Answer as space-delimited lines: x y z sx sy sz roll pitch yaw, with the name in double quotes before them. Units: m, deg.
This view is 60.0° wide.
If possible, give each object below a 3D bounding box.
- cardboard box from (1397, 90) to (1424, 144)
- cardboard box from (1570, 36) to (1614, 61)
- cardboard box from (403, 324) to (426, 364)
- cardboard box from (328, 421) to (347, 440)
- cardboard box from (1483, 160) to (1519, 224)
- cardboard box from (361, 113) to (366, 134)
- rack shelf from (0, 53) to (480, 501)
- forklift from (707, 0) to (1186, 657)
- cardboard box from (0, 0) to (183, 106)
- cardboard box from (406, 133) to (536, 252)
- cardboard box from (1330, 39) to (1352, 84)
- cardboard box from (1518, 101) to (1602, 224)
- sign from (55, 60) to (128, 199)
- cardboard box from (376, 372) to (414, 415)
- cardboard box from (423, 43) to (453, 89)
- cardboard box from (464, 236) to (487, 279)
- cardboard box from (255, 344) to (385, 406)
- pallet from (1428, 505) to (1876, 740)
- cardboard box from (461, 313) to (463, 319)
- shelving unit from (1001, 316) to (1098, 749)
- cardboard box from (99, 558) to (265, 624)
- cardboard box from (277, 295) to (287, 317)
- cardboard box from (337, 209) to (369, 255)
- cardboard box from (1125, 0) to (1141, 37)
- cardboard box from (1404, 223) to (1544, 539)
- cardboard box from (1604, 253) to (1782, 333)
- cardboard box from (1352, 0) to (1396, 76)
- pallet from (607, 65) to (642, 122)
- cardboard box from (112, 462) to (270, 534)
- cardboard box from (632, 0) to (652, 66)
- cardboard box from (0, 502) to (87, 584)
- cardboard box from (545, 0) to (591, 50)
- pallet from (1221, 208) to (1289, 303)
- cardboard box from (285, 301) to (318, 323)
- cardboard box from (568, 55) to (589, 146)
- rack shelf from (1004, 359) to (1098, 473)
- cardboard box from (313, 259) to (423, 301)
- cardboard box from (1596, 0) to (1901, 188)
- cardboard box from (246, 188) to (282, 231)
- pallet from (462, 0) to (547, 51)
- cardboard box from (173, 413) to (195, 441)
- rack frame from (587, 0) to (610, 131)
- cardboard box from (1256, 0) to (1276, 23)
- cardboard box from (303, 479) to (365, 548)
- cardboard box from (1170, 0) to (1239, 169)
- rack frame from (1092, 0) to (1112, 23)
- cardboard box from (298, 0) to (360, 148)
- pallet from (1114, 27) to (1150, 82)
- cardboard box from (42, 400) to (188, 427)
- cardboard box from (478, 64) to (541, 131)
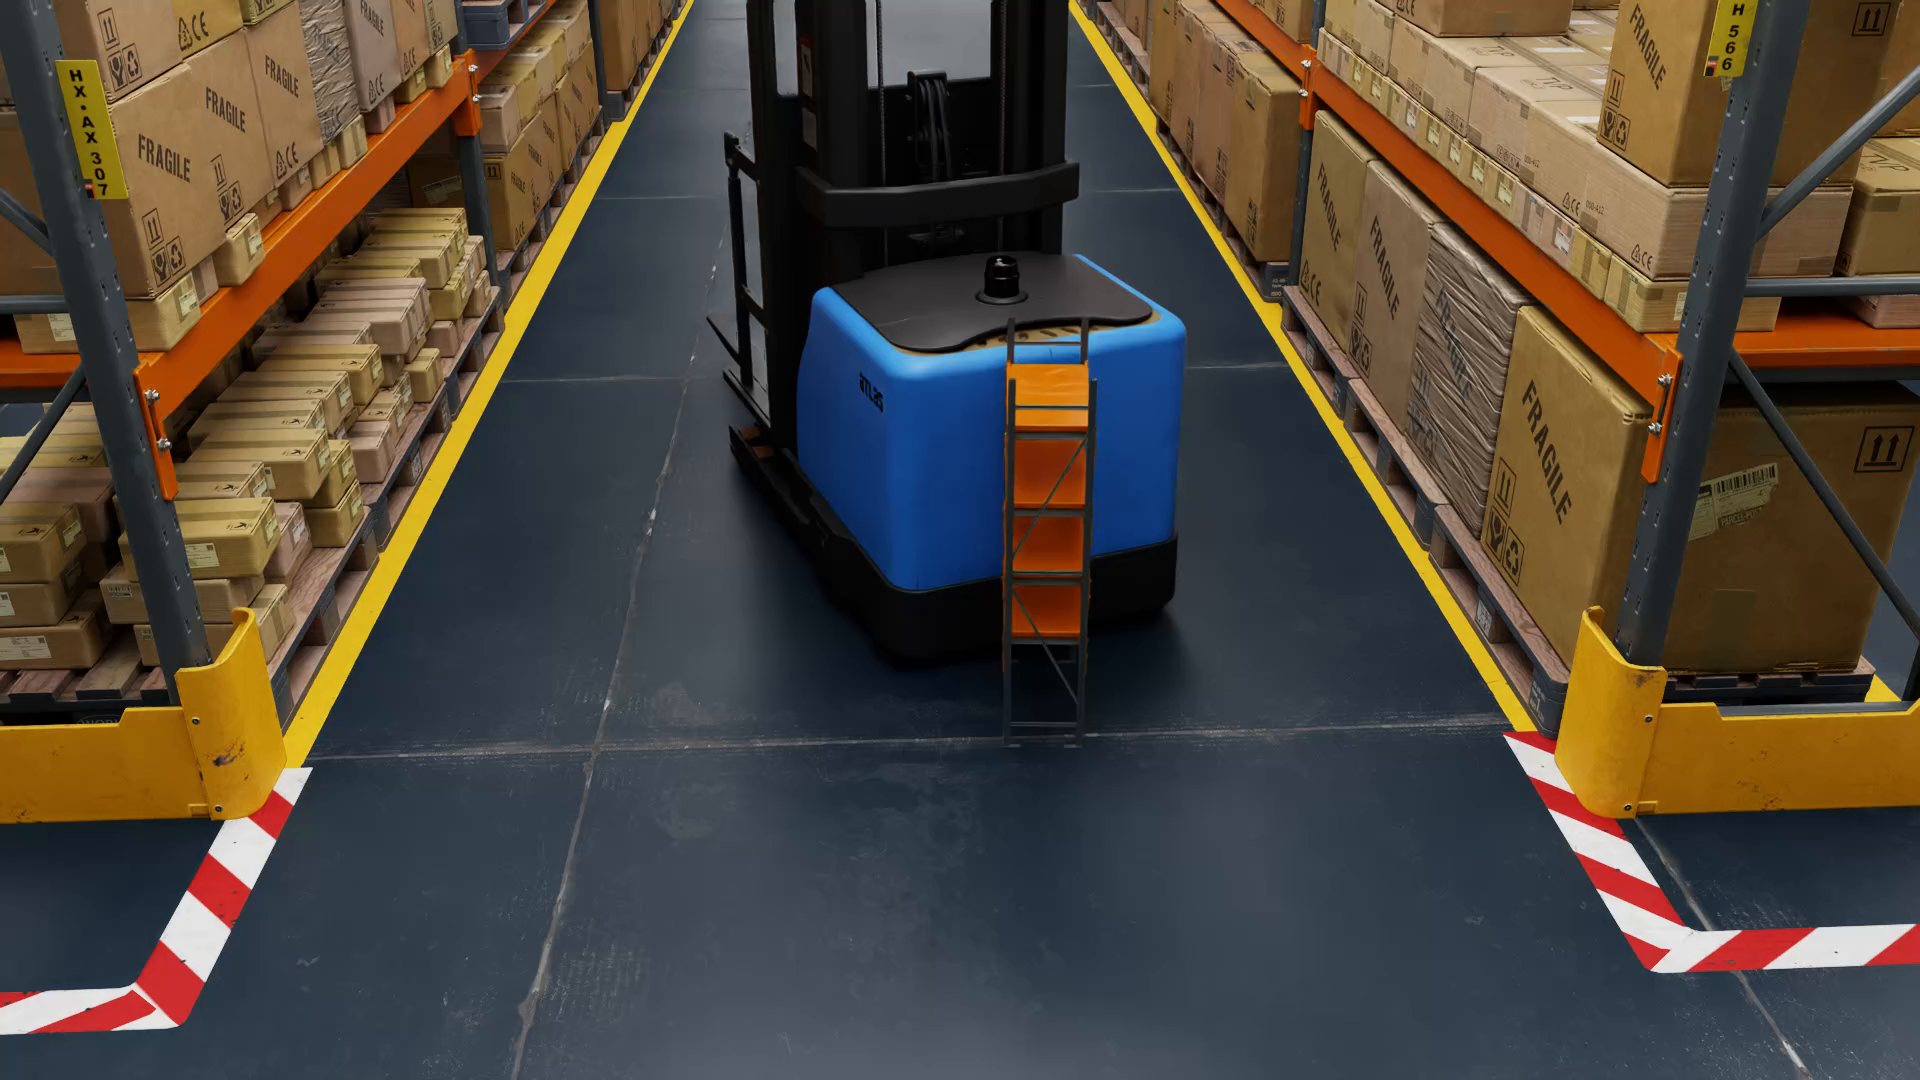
"cardboard box" 1.911 -1.632 6.408 0.380 0.149 0.250 -1 28 -2
"cardboard box" 2.524 -1.646 6.003 0.500 0.250 0.500 -2 28 -4
"cardboard box" -2.459 -0.847 6.937 0.380 0.149 0.250 -1 28 -1
"cardboard box" -2.434 -0.349 5.983 0.380 0.149 0.250 -3 28 -5
"cardboard box" 1.966 -1.157 5.495 0.380 0.149 0.250 -2 28 -4
"cardboard box" -2.481 -1.572 6.292 0.380 0.149 0.250 -2 28 -3
"rack shelf" -2.694 -1.171 6.030 1.077 0.370 4.000 -1 28 -3
"forklift" -0.295 -1.581 6.112 1.130 2.935 3.031 -11 29 -20
"cardboard box" -2.348 -1.400 4.180 0.500 0.500 0.500 -2 28 -3
"cardboard box" -2.573 -1.839 8.782 0.500 0.500 0.500 0 28 -1
"cardboard box" 1.857 -2.110 7.323 0.380 0.149 0.250 -2 28 -4
"cardboard box" 2.052 -1.157 5.065 0.500 0.250 0.500 -2 28 -4
"sign" -2.048 -0.964 3.918 0.100 0.325 0.005 -1 28 -3
"cardboard box" -2.437 -0.563 6.715 0.380 0.149 0.250 -1 28 -2
"cardboard box" -2.428 -2.060 7.228 0.380 0.149 0.250 -2 28 -4
"cardboard box" -2.465 -1.330 7.864 0.380 0.149 0.250 -1 28 -2
"cardboard box" -2.366 -0.610 6.161 0.380 0.149 0.250 -1 28 -2
"pallet" 2.249 0.229 5.582 1.003 0.211 1.213 -1 28 -3
"cardboard box" -2.508 -1.041 7.631 0.380 0.149 0.250 -1 28 -1
"shelving unit" 0.256 -0.015 4.982 0.258 1.200 0.503 1 28 1
"cardboard box" -2.361 0.131 5.062 0.380 0.149 0.250 0 28 0
"cardboard box" -3.002 -0.952 6.817 0.380 0.149 0.250 -1 28 -2
"cardboard box" -2.988 -1.436 7.745 0.380 0.149 0.250 0 28 -1
"cardboard box" 1.788 -4.505 13.871 0.700 0.500 0.500 -4 28 -7
"cardboard box" 2.208 -0.598 5.996 0.875 0.875 0.875 -1 28 -3
"cardboard box" 2.021 -0.685 4.591 0.380 0.149 0.250 -1 28 -2
"cardboard box" 1.944 -2.099 6.872 0.500 0.250 0.500 -2 28 -3
"pallet" -2.974 -3.391 12.523 1.003 0.211 1.213 -1 28 -3
"cardboard box" -2.413 -0.127 5.236 0.380 0.149 0.250 -1 28 -2
"cardboard box" -2.999 -4.137 12.917 1.050 0.750 0.750 -1 28 -2
"cardboard box" -2.871 0.009 4.974 0.380 0.149 0.250 -1 28 -2
"cardboard box" -2.710 -3.362 10.890 0.500 0.250 0.500 -2 28 -4
"pallet" 2.044 -1.605 9.099 1.003 0.211 1.213 -1 28 -3
"cardboard box" -2.937 -0.942 7.119 0.380 0.149 0.250 -3 28 -5
"cardboard box" -2.689 -2.802 10.627 0.500 0.500 0.500 0 28 -1
"rack shelf" 0.256 -0.364 4.800 0.258 0.148 0.480 1 28 1
"cardboard box" -2.511 -1.088 7.078 0.380 0.149 0.250 -1 28 -1
"cardboard box" 2.081 -1.256 4.445 0.500 0.500 0.500 -1 28 -2
"cardboard box" -2.435 -1.097 5.382 0.380 0.149 0.250 -2 28 -3
"pallet" -2.693 -2.685 8.362 1.003 0.211 1.213 -1 28 -3
"cardboard box" -2.971 -0.336 5.958 0.380 0.149 0.250 -1 28 -2
"rack frame" -3.008 -4.261 11.176 1.000 3.000 0.127 -1 28 -3
"cardboard box" 1.844 -2.969 8.592 0.500 0.500 0.500 -1 28 -1
"cardboard box" -2.317 -0.093 5.813 0.380 0.149 0.250 -1 28 -2
"cardboard box" 2.005 -2.847 10.309 1.225 0.875 0.875 -1 28 -2
"rack frame" 1.742 -6.182 14.858 1.000 3.000 0.127 -1 28 -3
"cardboard box" -2.437 -1.665 5.769 0.500 0.500 0.500 -2 28 -4
"pallet" 1.851 -4.021 13.731 1.003 0.211 1.213 -1 28 -3
"cardboard box" -2.987 -0.469 5.891 0.380 0.149 0.250 0 28 -1
"cardboard box" -2.604 -2.418 9.080 0.500 0.250 0.500 -1 28 -1
